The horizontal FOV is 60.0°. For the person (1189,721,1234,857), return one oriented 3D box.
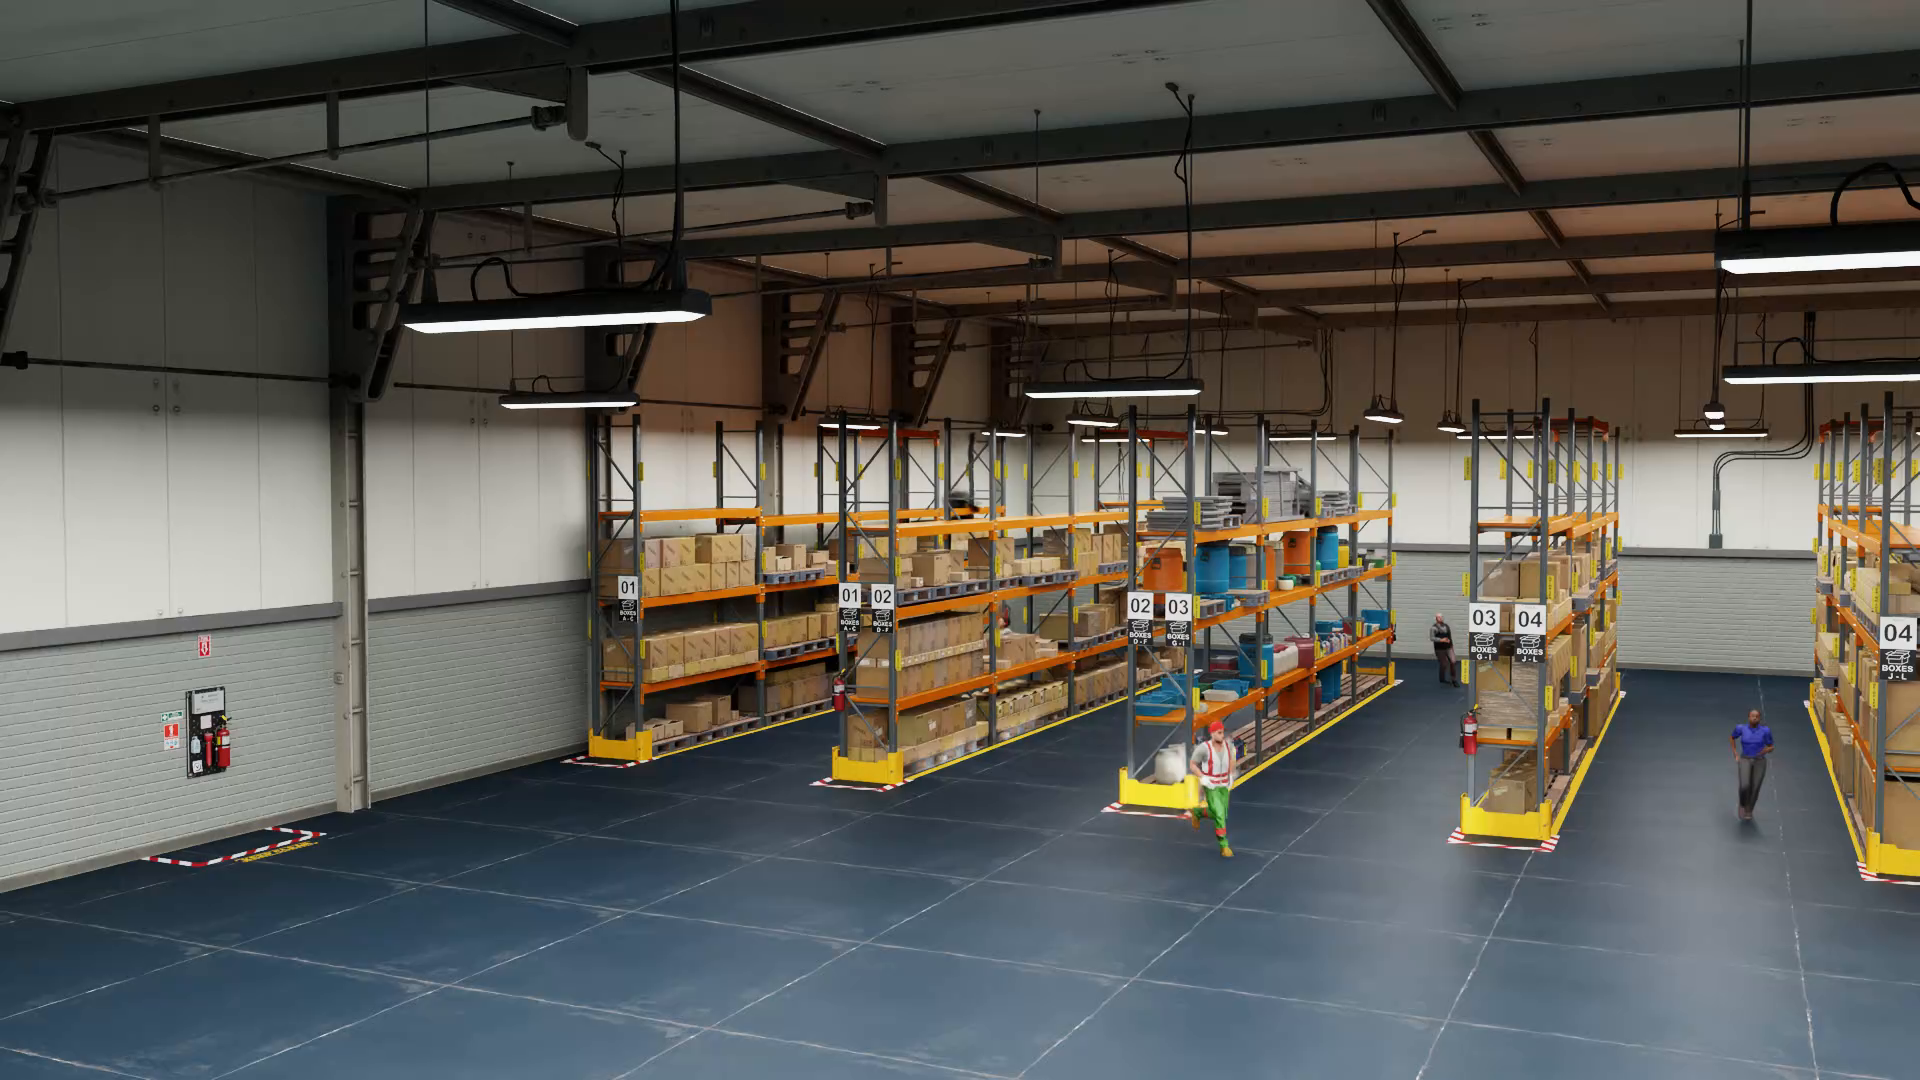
[{"bbox_3d":[3.307,3.249,21.965,0.669,1.760,0.885,-1,3,-30],"label":"person"}]

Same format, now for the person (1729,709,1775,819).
[{"bbox_3d":[11.297,3.210,23.716,0.570,1.597,0.652,1,2,20],"label":"person"}]

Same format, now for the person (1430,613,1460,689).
[{"bbox_3d":[11.207,2.557,38.592,0.645,1.710,0.794,0,2,-9],"label":"person"}]

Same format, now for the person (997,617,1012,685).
[{"bbox_3d":[0.962,2.538,37.022,0.539,1.662,0.802,1,3,29],"label":"person"}]
